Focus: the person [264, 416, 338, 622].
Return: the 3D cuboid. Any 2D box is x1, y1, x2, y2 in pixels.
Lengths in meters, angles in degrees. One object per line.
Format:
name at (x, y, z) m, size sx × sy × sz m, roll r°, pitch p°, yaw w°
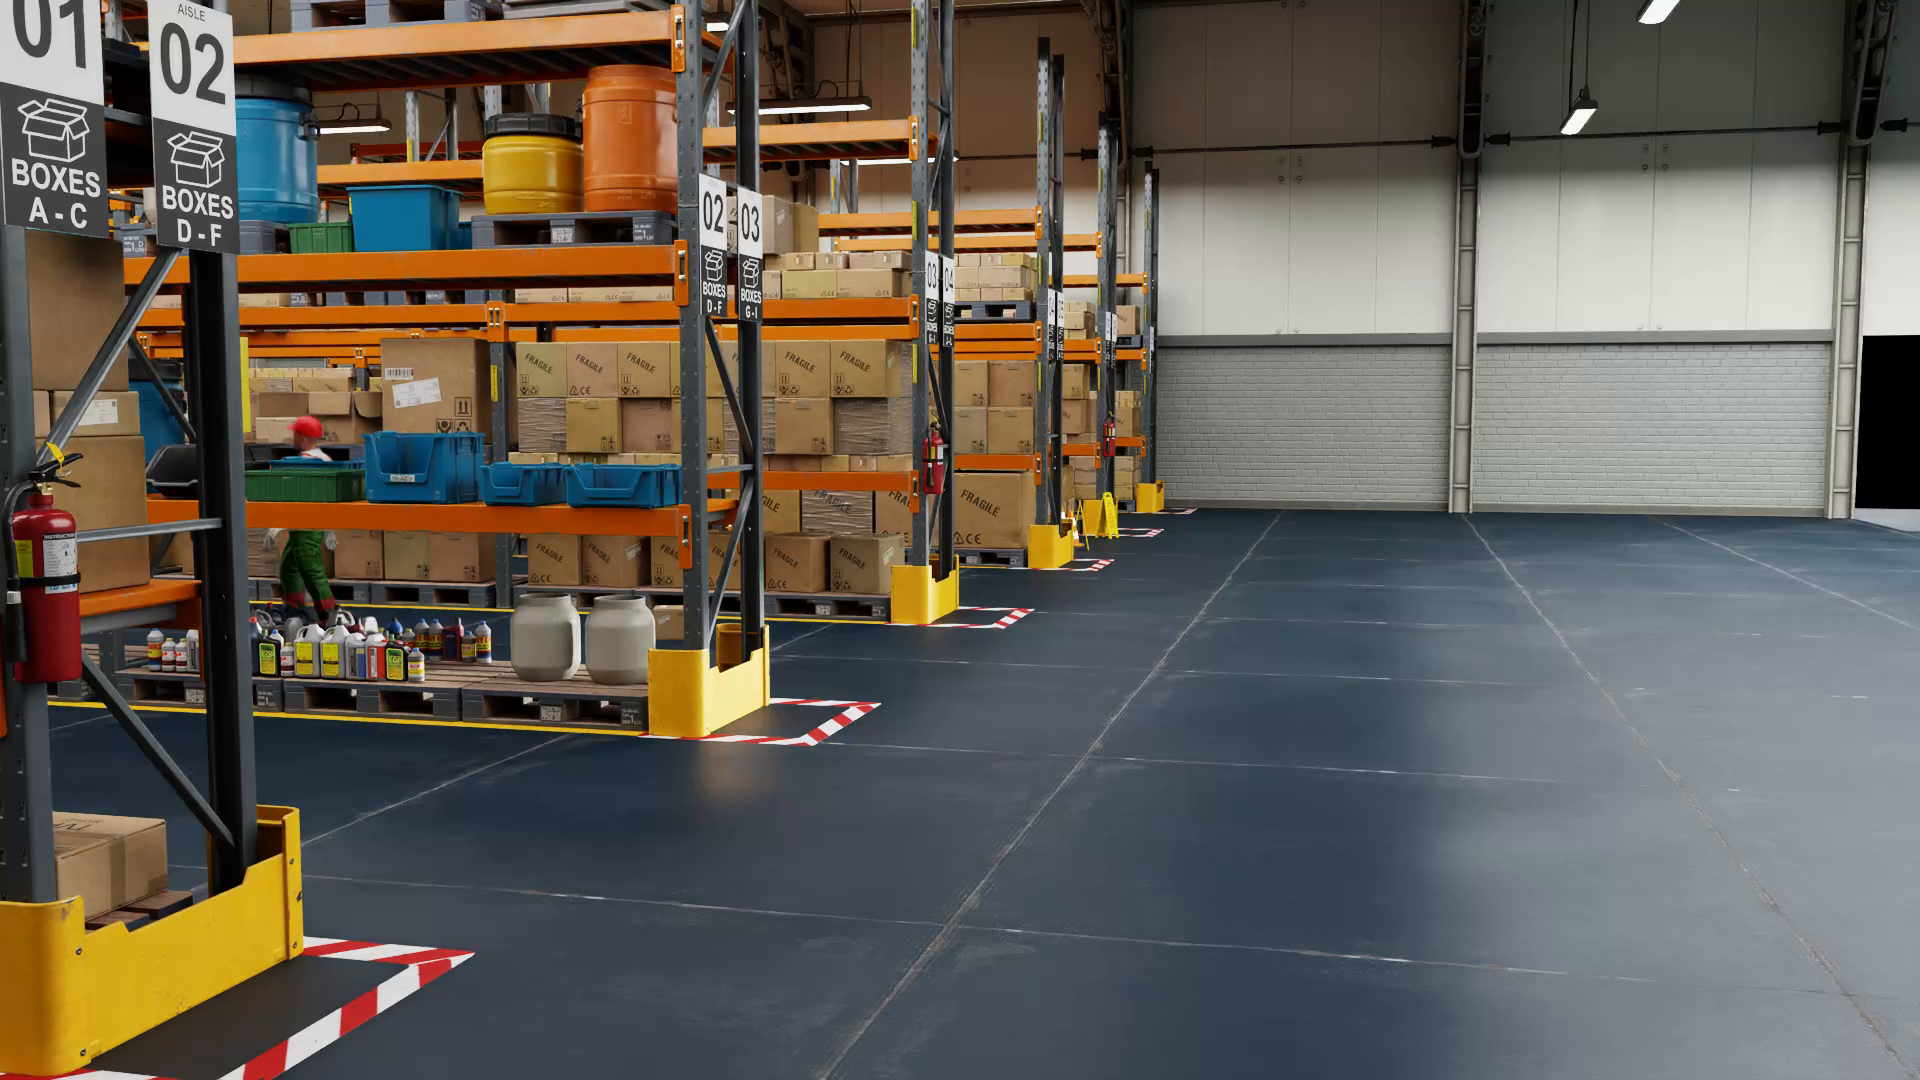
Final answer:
person at (-5.173, -0.046, 12.994) m, size 0.621 × 1.847 × 0.535 m, roll 0°, pitch 5°, yaw -3°
